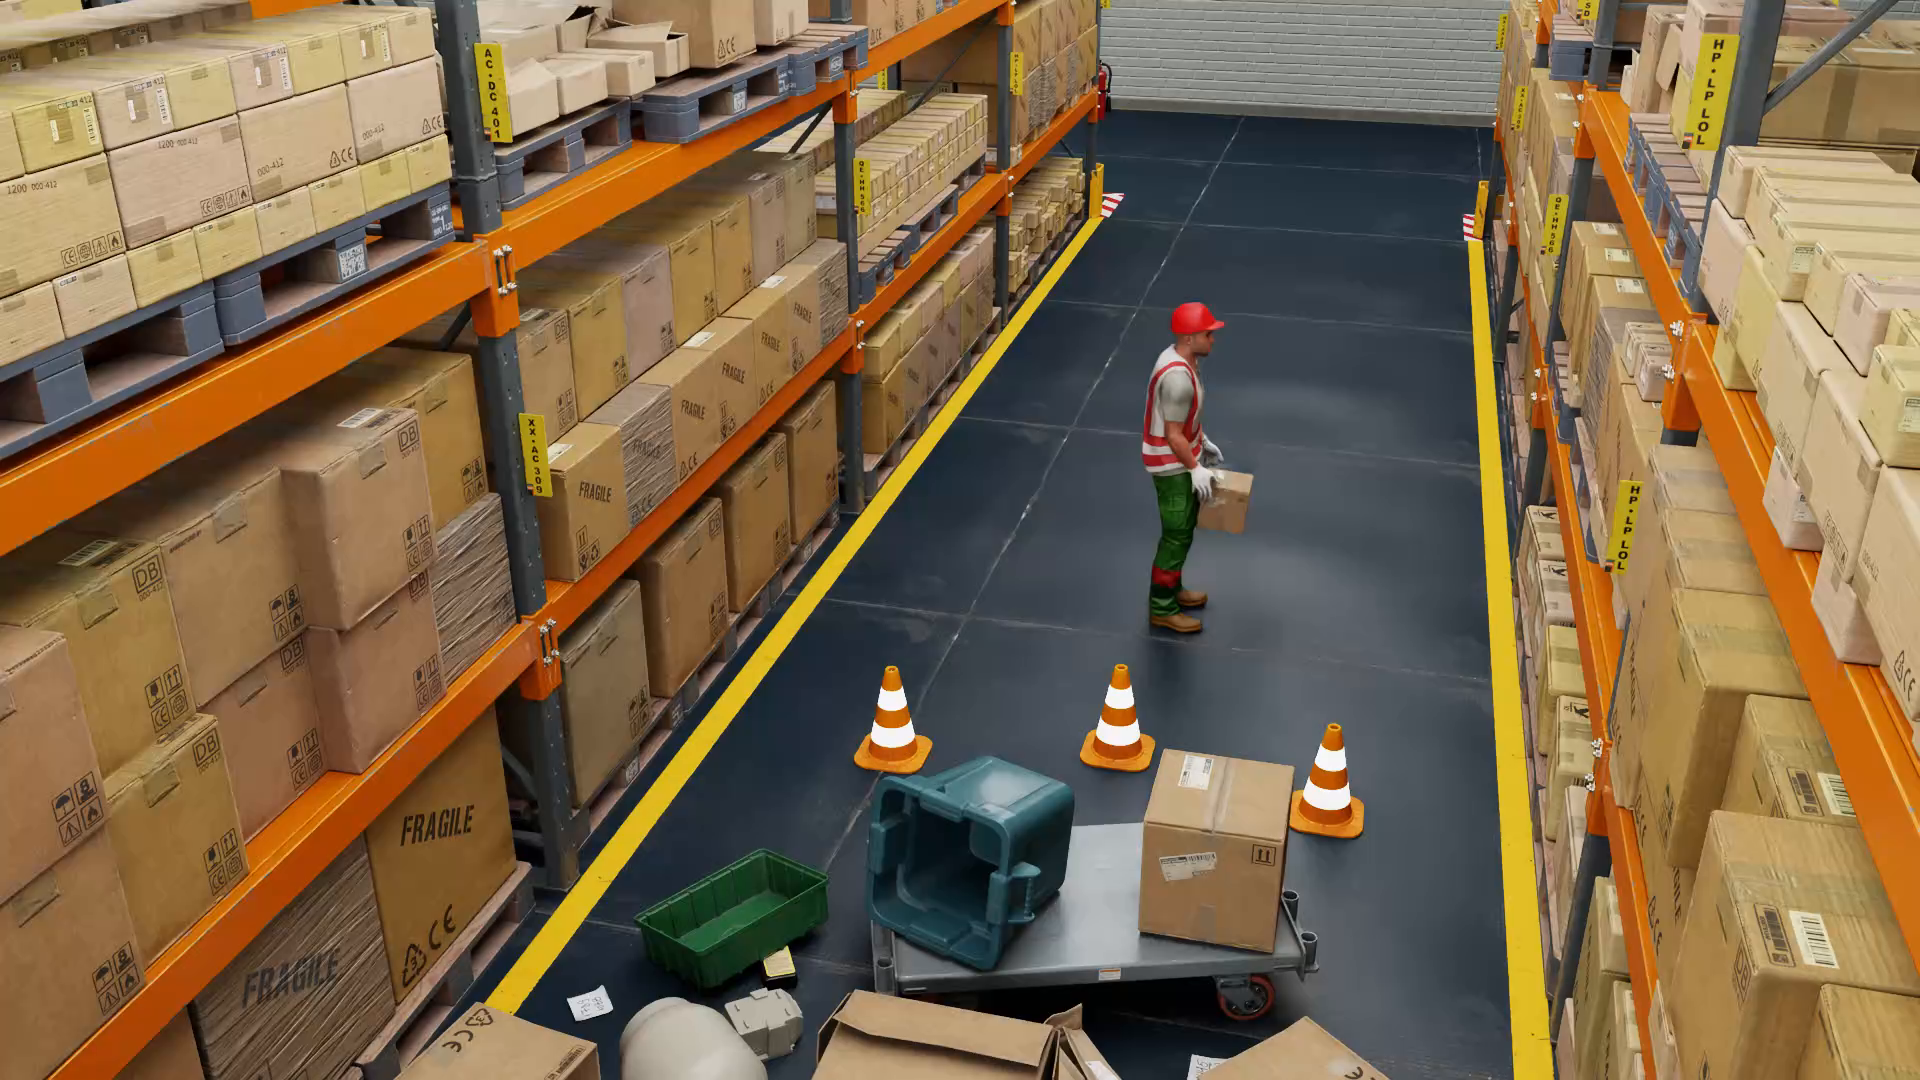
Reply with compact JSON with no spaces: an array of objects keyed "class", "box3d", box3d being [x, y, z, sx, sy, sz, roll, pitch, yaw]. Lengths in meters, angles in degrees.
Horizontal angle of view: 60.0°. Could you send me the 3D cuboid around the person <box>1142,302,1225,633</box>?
[{"class":"person","box3d":[1.193,-0.410,8.955,0.425,1.789,0.541,6,26,12]}]
